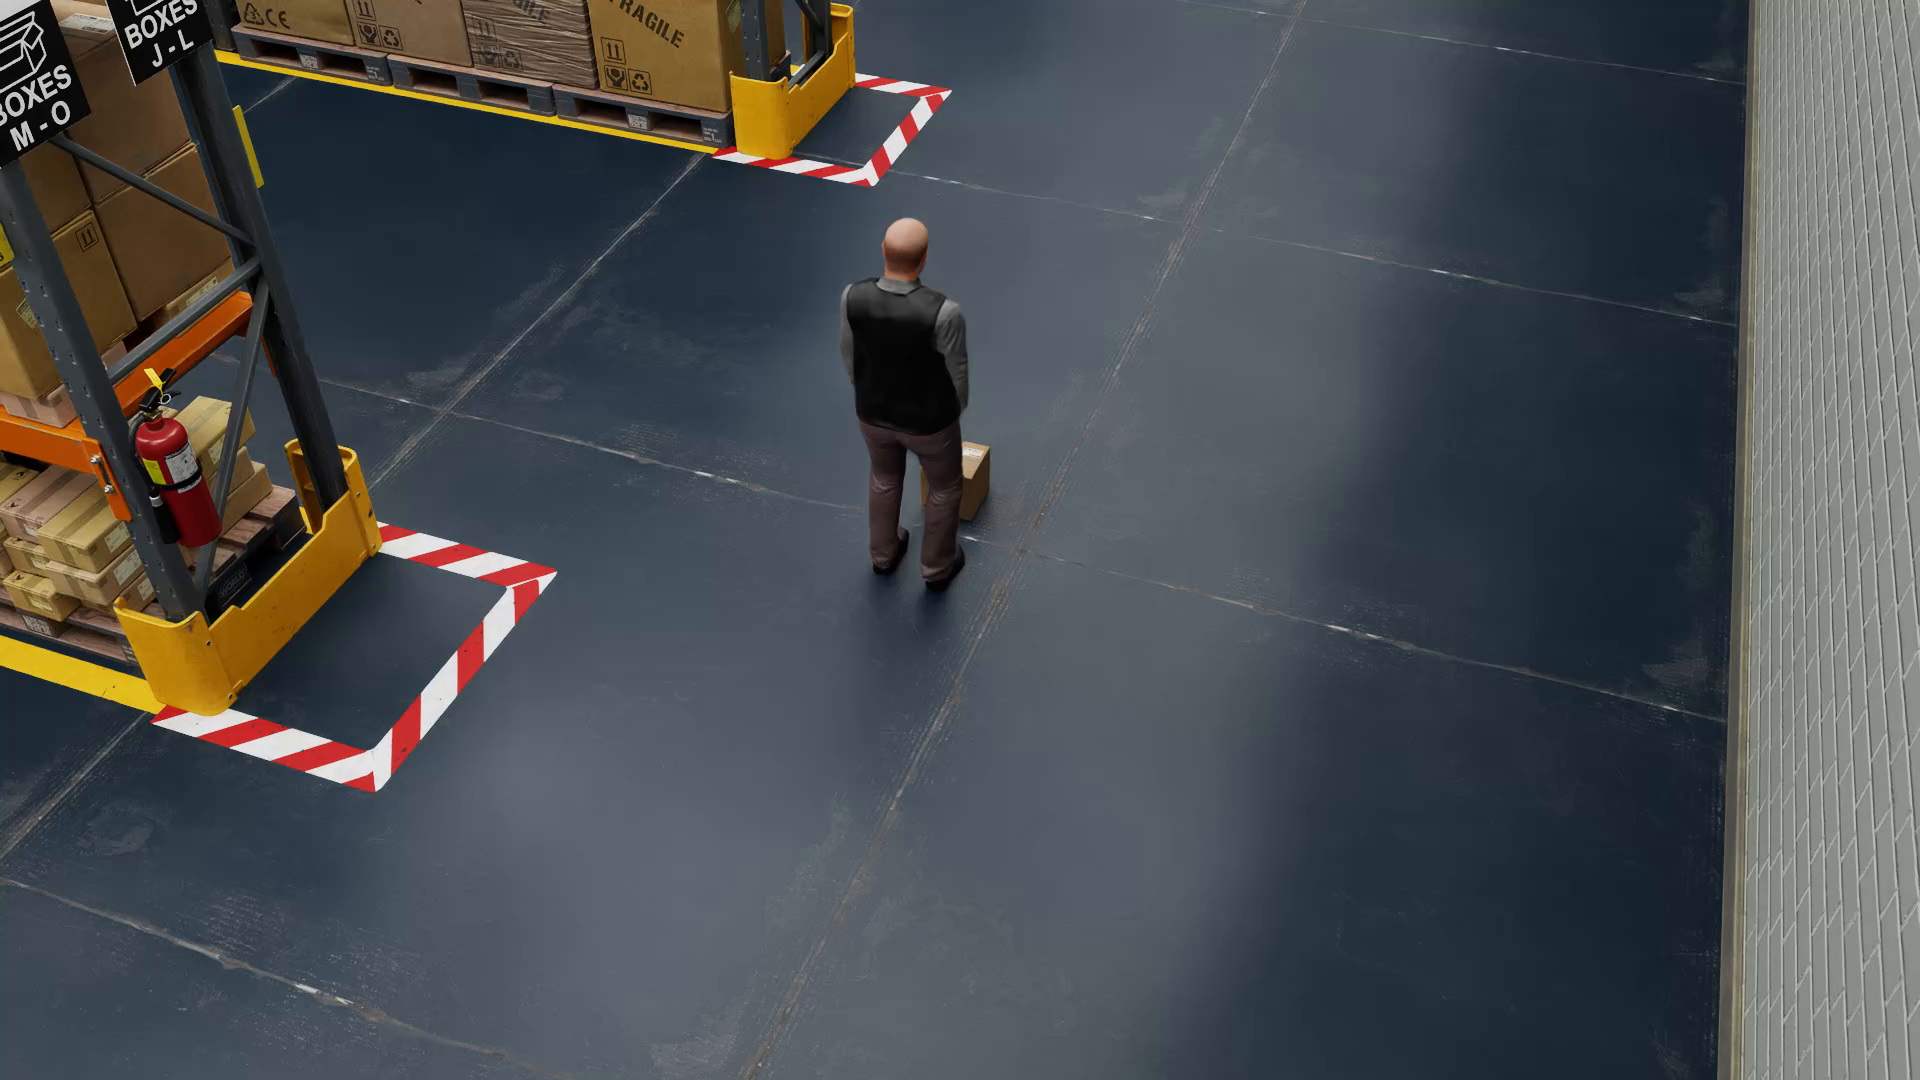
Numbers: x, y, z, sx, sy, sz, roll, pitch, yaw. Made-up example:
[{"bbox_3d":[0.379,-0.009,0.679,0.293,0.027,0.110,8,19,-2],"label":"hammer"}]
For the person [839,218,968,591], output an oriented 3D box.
[{"bbox_3d":[-0.225,-0.527,6.804,0.546,1.697,0.378,14,43,16],"label":"person"}]
